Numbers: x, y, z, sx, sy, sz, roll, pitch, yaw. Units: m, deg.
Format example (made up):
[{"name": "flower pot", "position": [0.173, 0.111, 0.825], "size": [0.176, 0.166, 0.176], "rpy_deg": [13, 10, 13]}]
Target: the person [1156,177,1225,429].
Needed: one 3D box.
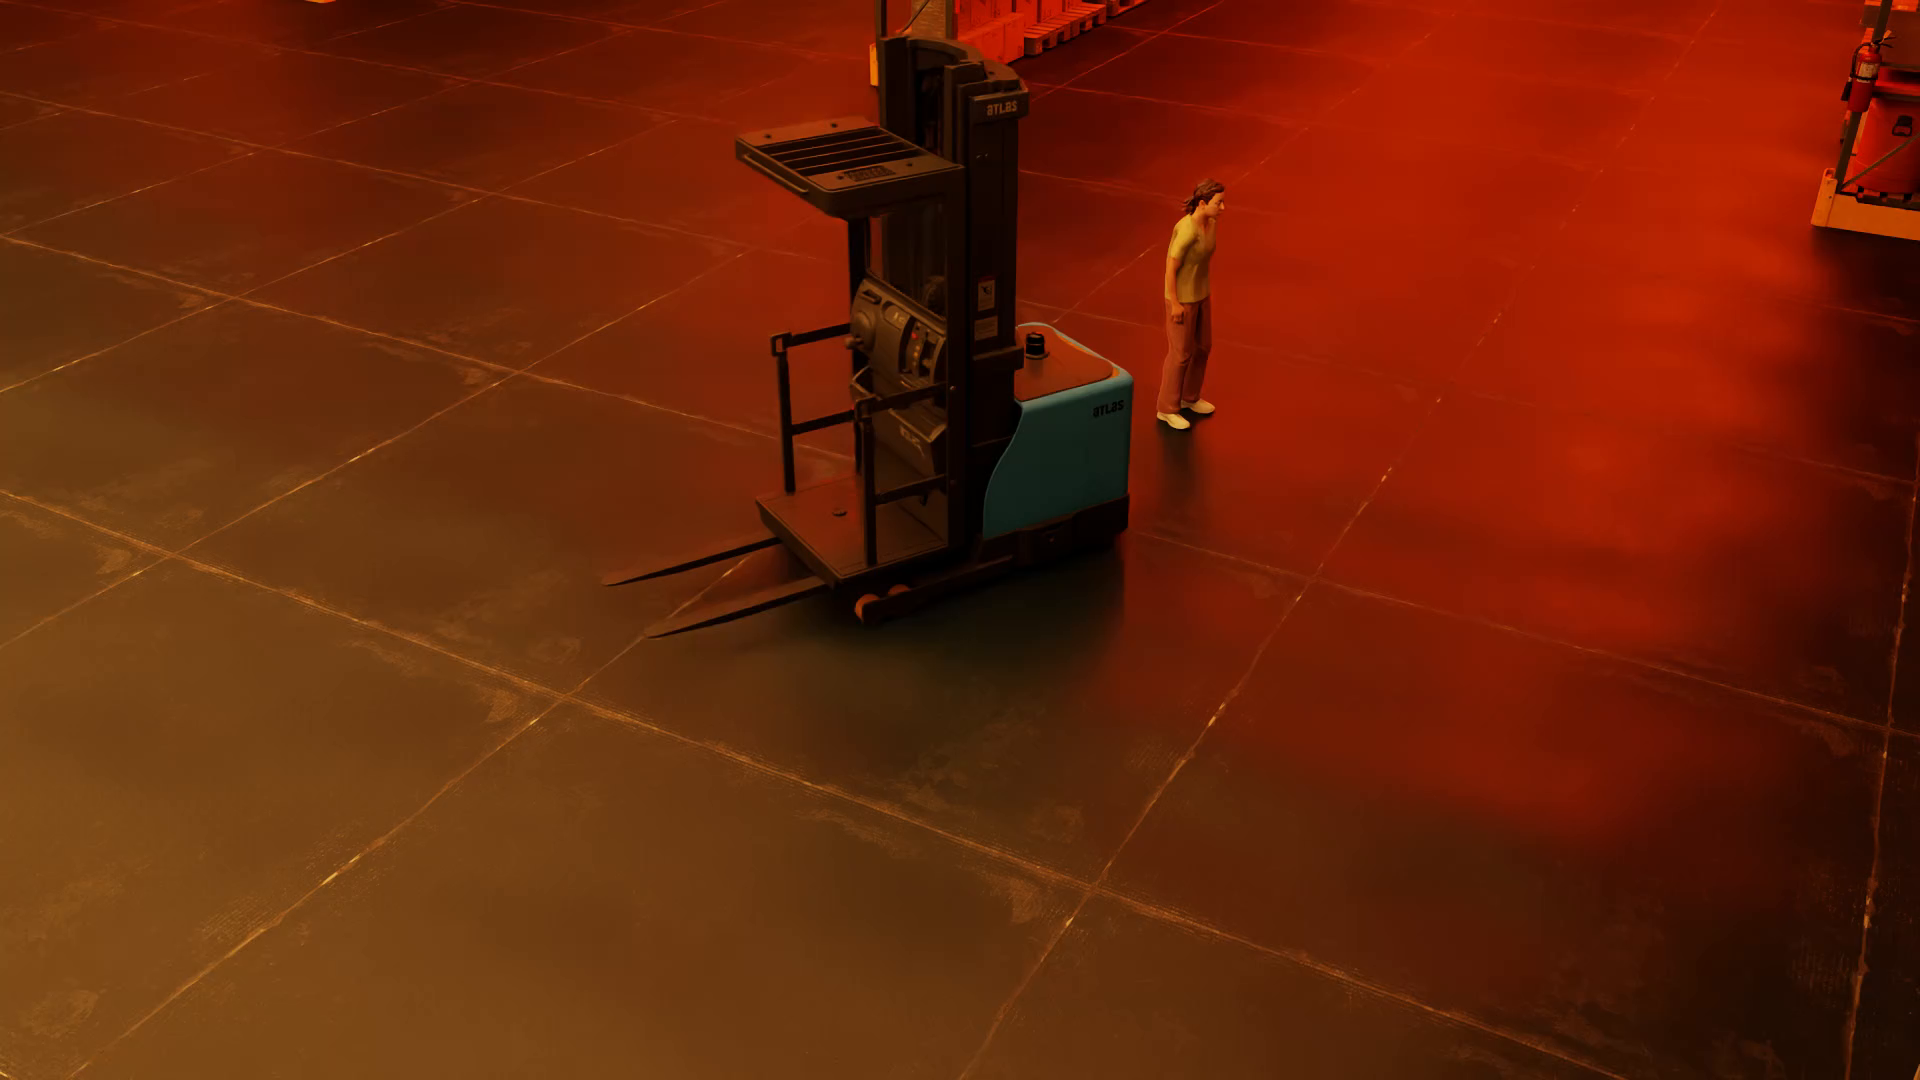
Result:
[{"name": "person", "position": [1.551, -1.604, 11.111], "size": [0.358, 1.671, 0.523], "rpy_deg": [20, 36, 31]}]

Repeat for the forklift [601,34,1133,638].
[{"name": "forklift", "position": [-0.518, -1.105, 8.985], "size": [3.031, 2.935, 1.130], "rpy_deg": [-17, 34, -27]}]
